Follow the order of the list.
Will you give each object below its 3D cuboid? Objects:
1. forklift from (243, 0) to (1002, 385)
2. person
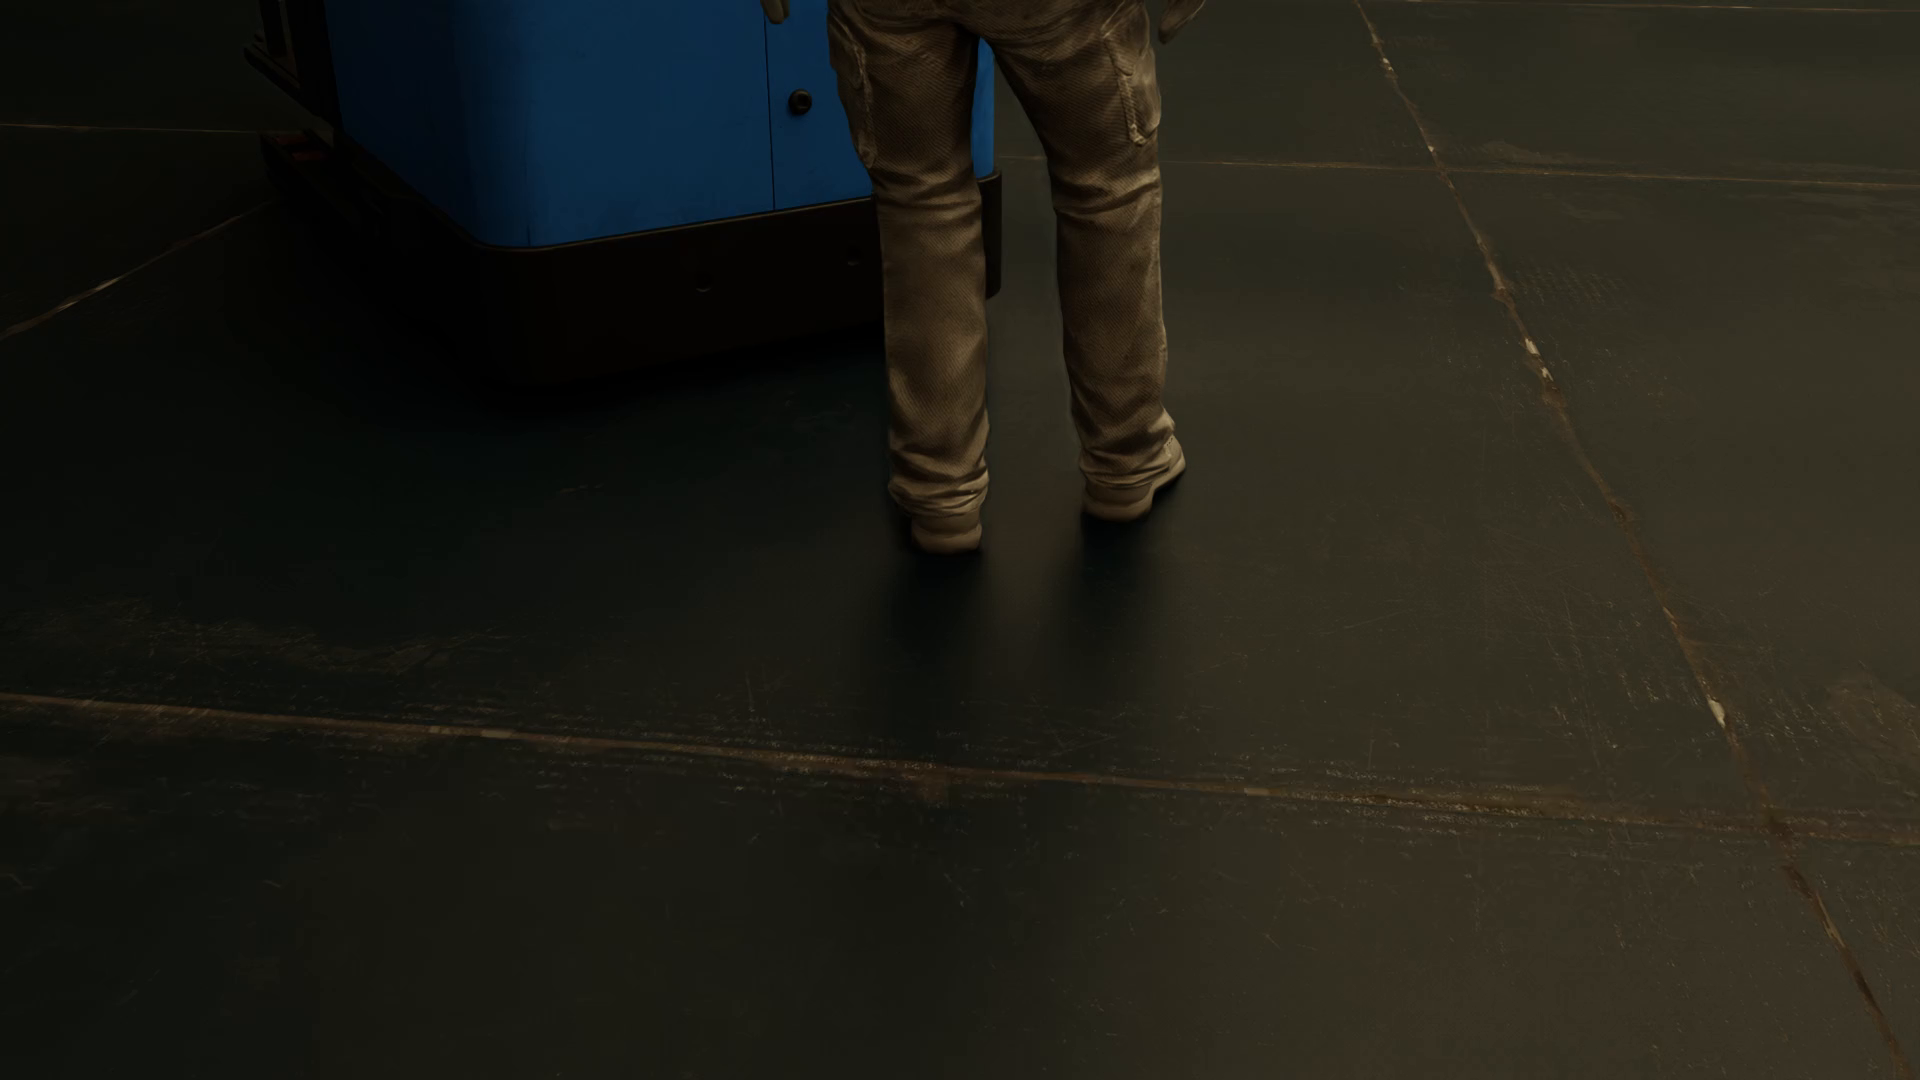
[{"bbox_3d":[-1.114,-2.195,3.618,1.130,2.935,3.031,-15,30,-28],"label":"forklift"},{"bbox_3d":[0.024,-0.840,2.212,0.681,1.771,0.565,5,27,9],"label":"person"}]
